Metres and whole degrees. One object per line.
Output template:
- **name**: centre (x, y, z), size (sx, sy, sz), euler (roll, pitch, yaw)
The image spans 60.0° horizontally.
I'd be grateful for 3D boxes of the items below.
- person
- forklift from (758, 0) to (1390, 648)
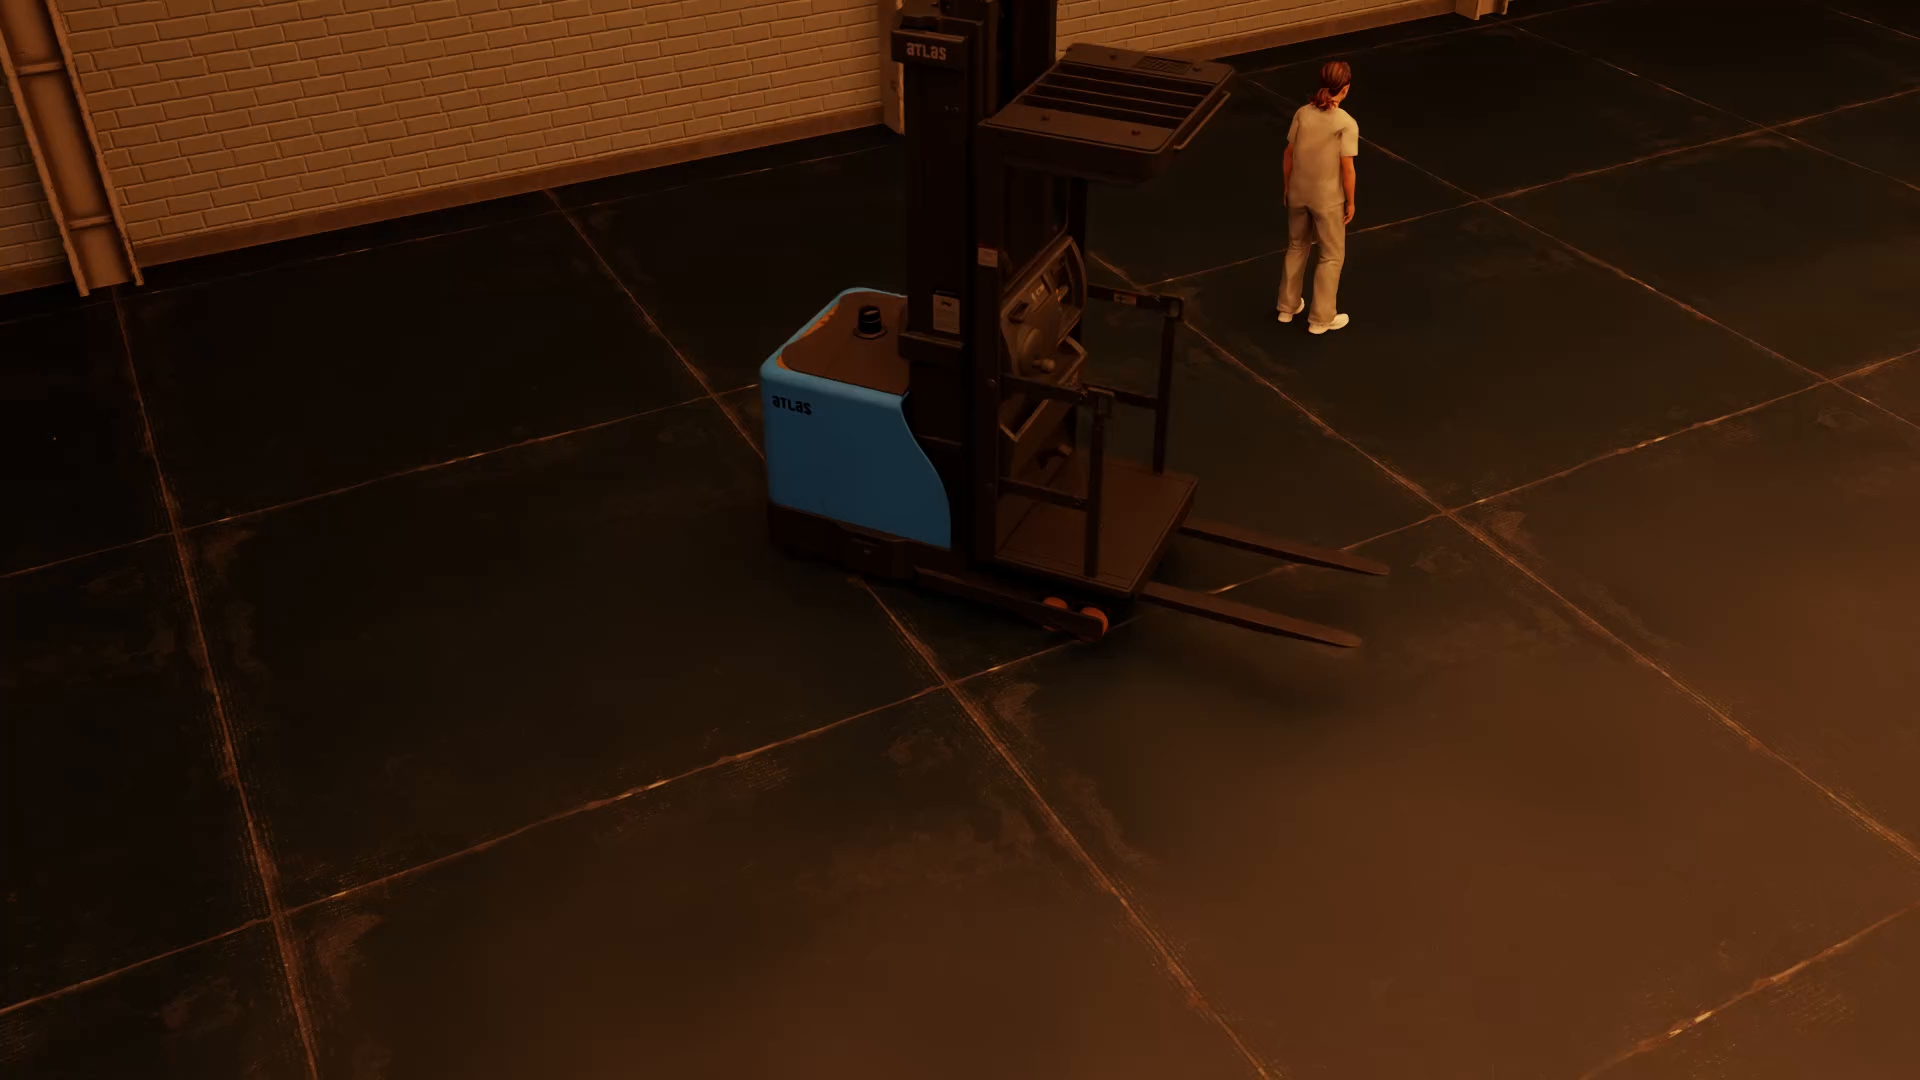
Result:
- **person**: centre (2.197, -2.088, 10.170), size (0.499, 1.671, 0.364), euler (27, 43, 32)
- **forklift**: centre (0.573, -1.059, 7.622), size (3.031, 2.935, 1.130), euler (15, 38, 20)
